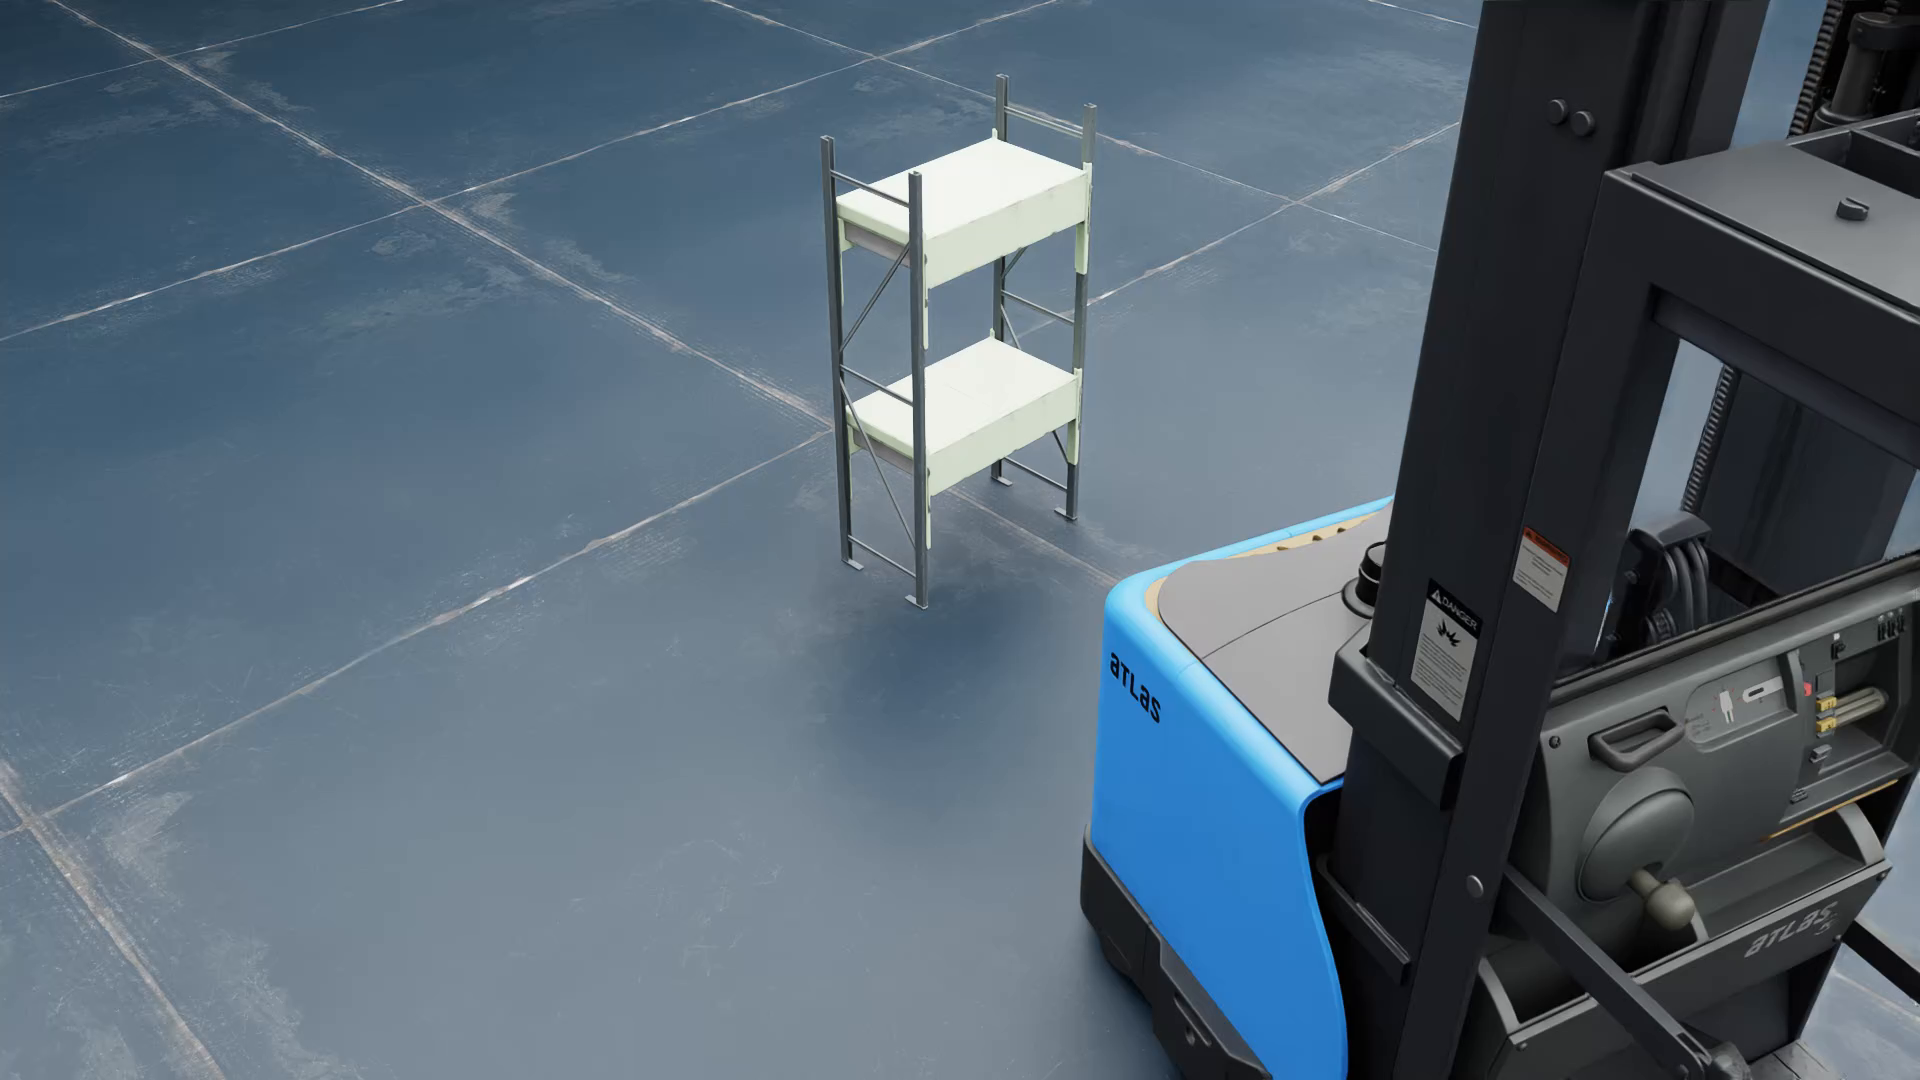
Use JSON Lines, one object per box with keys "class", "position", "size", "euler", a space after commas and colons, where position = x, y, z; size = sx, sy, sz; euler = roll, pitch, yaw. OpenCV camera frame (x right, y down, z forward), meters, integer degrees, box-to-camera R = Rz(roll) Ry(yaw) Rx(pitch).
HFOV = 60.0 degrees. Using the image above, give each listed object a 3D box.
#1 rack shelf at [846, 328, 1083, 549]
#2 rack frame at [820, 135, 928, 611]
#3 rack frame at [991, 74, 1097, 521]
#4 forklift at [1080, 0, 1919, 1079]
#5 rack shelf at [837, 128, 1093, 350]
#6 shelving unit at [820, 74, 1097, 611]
{"class": "rack shelf", "position": [0.005, -0.350, 5.511], "size": [0.431, 0.370, 0.720], "euler": [30, 45, 35]}
{"class": "rack frame", "position": [-0.253, -0.469, 5.112], "size": [0.400, 1.500, 0.023], "euler": [30, 45, 35]}
{"class": "rack frame", "position": [0.263, -0.766, 5.538], "size": [0.400, 1.500, 0.023], "euler": [30, 45, 35]}
{"class": "forklift", "position": [1.416, 0.406, 2.606], "size": [1.130, 2.935, 3.031], "euler": [-16, 38, -21]}
{"class": "rack shelf", "position": [0.005, -0.938, 5.102], "size": [0.431, 0.370, 0.720], "euler": [30, 45, 35]}
{"class": "shelving unit", "position": [0.005, -0.618, 5.325], "size": [0.431, 1.500, 0.755], "euler": [30, 45, 35]}
